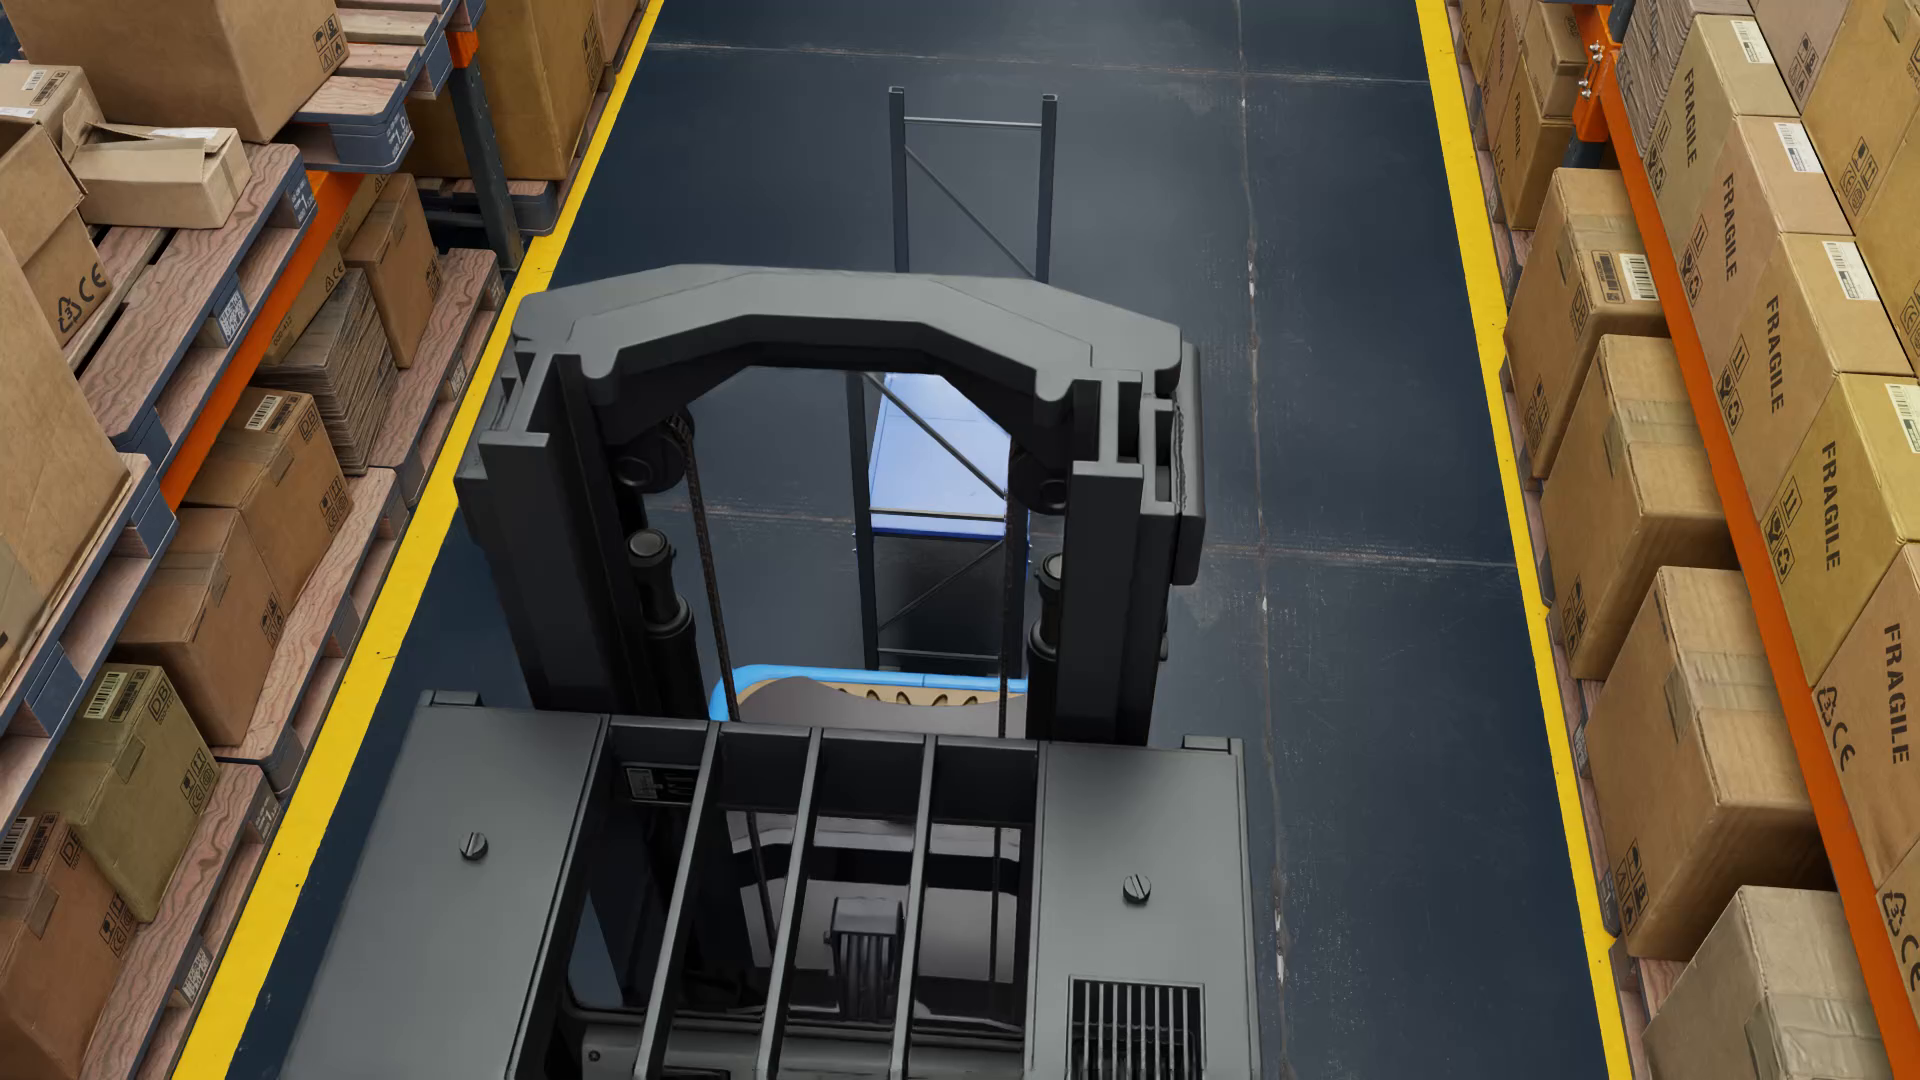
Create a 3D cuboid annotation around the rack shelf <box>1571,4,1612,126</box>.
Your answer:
[{"bbox_3d":[2.825,-2.989,6.938,1.077,0.370,4.000,4,48,4],"label":"rack shelf"}]

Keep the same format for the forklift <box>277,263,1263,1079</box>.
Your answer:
[{"bbox_3d":[-0.195,1.144,2.718,1.130,2.935,3.031,3,48,3],"label":"forklift"}]

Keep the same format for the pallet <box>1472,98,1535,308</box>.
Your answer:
[{"bbox_3d":[2.716,-1.395,6.883,1.003,0.211,1.213,4,48,4],"label":"pallet"}]

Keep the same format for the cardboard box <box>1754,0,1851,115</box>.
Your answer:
[{"bbox_3d":[2.547,-1.432,4.282,0.700,0.500,0.500,3,48,3],"label":"cardboard box"}]

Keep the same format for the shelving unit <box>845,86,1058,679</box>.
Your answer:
[{"bbox_3d":[-0.008,-0.443,5.139,0.538,1.500,1.048,4,48,4],"label":"shelving unit"}]

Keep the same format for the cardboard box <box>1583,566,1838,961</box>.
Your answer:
[{"bbox_3d":[2.337,0.624,4.386,1.050,0.750,0.750,4,48,4],"label":"cardboard box"}]

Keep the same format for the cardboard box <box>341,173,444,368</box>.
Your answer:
[{"bbox_3d":[-2.328,-0.981,6.010,0.700,0.500,0.500,2,48,1],"label":"cardboard box"}]

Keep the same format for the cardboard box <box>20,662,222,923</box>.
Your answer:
[{"bbox_3d":[-2.512,0.666,4.504,0.700,0.500,0.500,4,48,3],"label":"cardboard box"}]

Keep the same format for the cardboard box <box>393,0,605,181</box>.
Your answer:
[{"bbox_3d":[-2.204,-2.100,6.793,1.225,0.875,0.875,2,48,2],"label":"cardboard box"}]

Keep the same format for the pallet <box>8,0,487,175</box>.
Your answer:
[{"bbox_3d":[-2.246,-1.574,5.287,1.213,0.211,1.003,4,48,4],"label":"pallet"}]

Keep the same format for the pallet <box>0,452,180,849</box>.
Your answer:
[{"bbox_3d":[-2.437,0.282,3.589,1.003,0.211,1.213,4,48,4],"label":"pallet"}]

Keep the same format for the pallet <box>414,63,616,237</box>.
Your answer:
[{"bbox_3d":[-2.140,-1.803,7.256,1.003,0.211,1.213,4,48,4],"label":"pallet"}]

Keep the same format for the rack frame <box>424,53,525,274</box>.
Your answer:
[{"bbox_3d":[-2.287,-2.170,5.702,1.000,3.000,0.127,4,48,4],"label":"rack frame"}]

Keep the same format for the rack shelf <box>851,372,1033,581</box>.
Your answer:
[{"bbox_3d":[-0.008,-0.322,5.272,0.538,0.185,1.000,4,48,4],"label":"rack shelf"}]

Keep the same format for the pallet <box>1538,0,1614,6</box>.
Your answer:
[{"bbox_3d":[2.602,-2.228,5.885,1.213,0.211,1.003,4,48,4],"label":"pallet"}]

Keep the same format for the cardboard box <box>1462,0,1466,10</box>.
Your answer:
[{"bbox_3d":[2.595,-2.700,7.596,0.500,0.500,0.500,5,48,4],"label":"cardboard box"}]

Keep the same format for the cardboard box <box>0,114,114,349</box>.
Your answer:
[{"bbox_3d":[-2.586,-0.687,3.991,0.797,0.503,0.637,8,48,8],"label":"cardboard box"}]

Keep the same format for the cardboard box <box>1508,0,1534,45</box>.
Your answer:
[{"bbox_3d":[2.479,-2.205,6.635,0.500,0.250,0.500,4,48,4],"label":"cardboard box"}]

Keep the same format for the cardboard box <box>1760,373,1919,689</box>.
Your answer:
[{"bbox_3d":[2.152,-0.001,3.650,0.500,0.500,0.500,4,48,4],"label":"cardboard box"}]

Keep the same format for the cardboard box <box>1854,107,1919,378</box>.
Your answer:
[{"bbox_3d":[2.456,-0.680,3.593,0.700,0.500,0.500,3,48,3],"label":"cardboard box"}]

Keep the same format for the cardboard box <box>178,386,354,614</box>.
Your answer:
[{"bbox_3d":[-2.411,-0.156,5.255,0.700,0.500,0.500,7,48,7],"label":"cardboard box"}]

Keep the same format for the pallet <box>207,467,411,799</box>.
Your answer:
[{"bbox_3d":[-2.474,0.239,5.388,1.003,0.211,1.213,4,48,4],"label":"pallet"}]

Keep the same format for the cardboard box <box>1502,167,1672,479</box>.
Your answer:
[{"bbox_3d":[2.498,-0.703,5.600,1.050,0.750,0.750,3,48,3],"label":"cardboard box"}]

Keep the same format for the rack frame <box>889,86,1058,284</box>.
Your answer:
[{"bbox_3d":[0.039,-0.817,5.481,0.500,1.500,0.032,4,48,4],"label":"rack frame"}]

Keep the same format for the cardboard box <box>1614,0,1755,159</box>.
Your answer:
[{"bbox_3d":[2.333,-1.484,5.007,0.500,0.500,0.500,4,48,4],"label":"cardboard box"}]

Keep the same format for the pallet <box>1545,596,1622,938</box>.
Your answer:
[{"bbox_3d":[2.382,0.647,5.015,1.003,0.211,1.213,4,48,4],"label":"pallet"}]

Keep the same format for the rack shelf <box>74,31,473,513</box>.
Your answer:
[{"bbox_3d":[-2.469,-0.457,4.623,1.077,0.370,4.000,4,48,4],"label":"rack shelf"}]

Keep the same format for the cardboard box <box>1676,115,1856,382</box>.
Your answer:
[{"bbox_3d":[2.243,-0.740,4.326,0.500,0.500,0.500,4,48,3],"label":"cardboard box"}]

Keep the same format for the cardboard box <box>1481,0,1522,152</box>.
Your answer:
[{"bbox_3d":[2.494,-1.943,6.903,0.500,0.500,0.500,6,48,5],"label":"cardboard box"}]

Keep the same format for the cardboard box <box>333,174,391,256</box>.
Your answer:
[{"bbox_3d":[-2.318,-1.233,5.733,0.500,0.250,0.500,6,48,5],"label":"cardboard box"}]

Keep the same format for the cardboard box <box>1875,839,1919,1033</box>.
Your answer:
[{"bbox_3d":[2.060,0.742,2.971,0.500,0.500,0.500,4,48,3],"label":"cardboard box"}]

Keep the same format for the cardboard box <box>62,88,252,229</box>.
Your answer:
[{"bbox_3d":[-2.170,-1.023,4.459,0.396,0.266,0.258,3,48,2],"label":"cardboard box"}]
